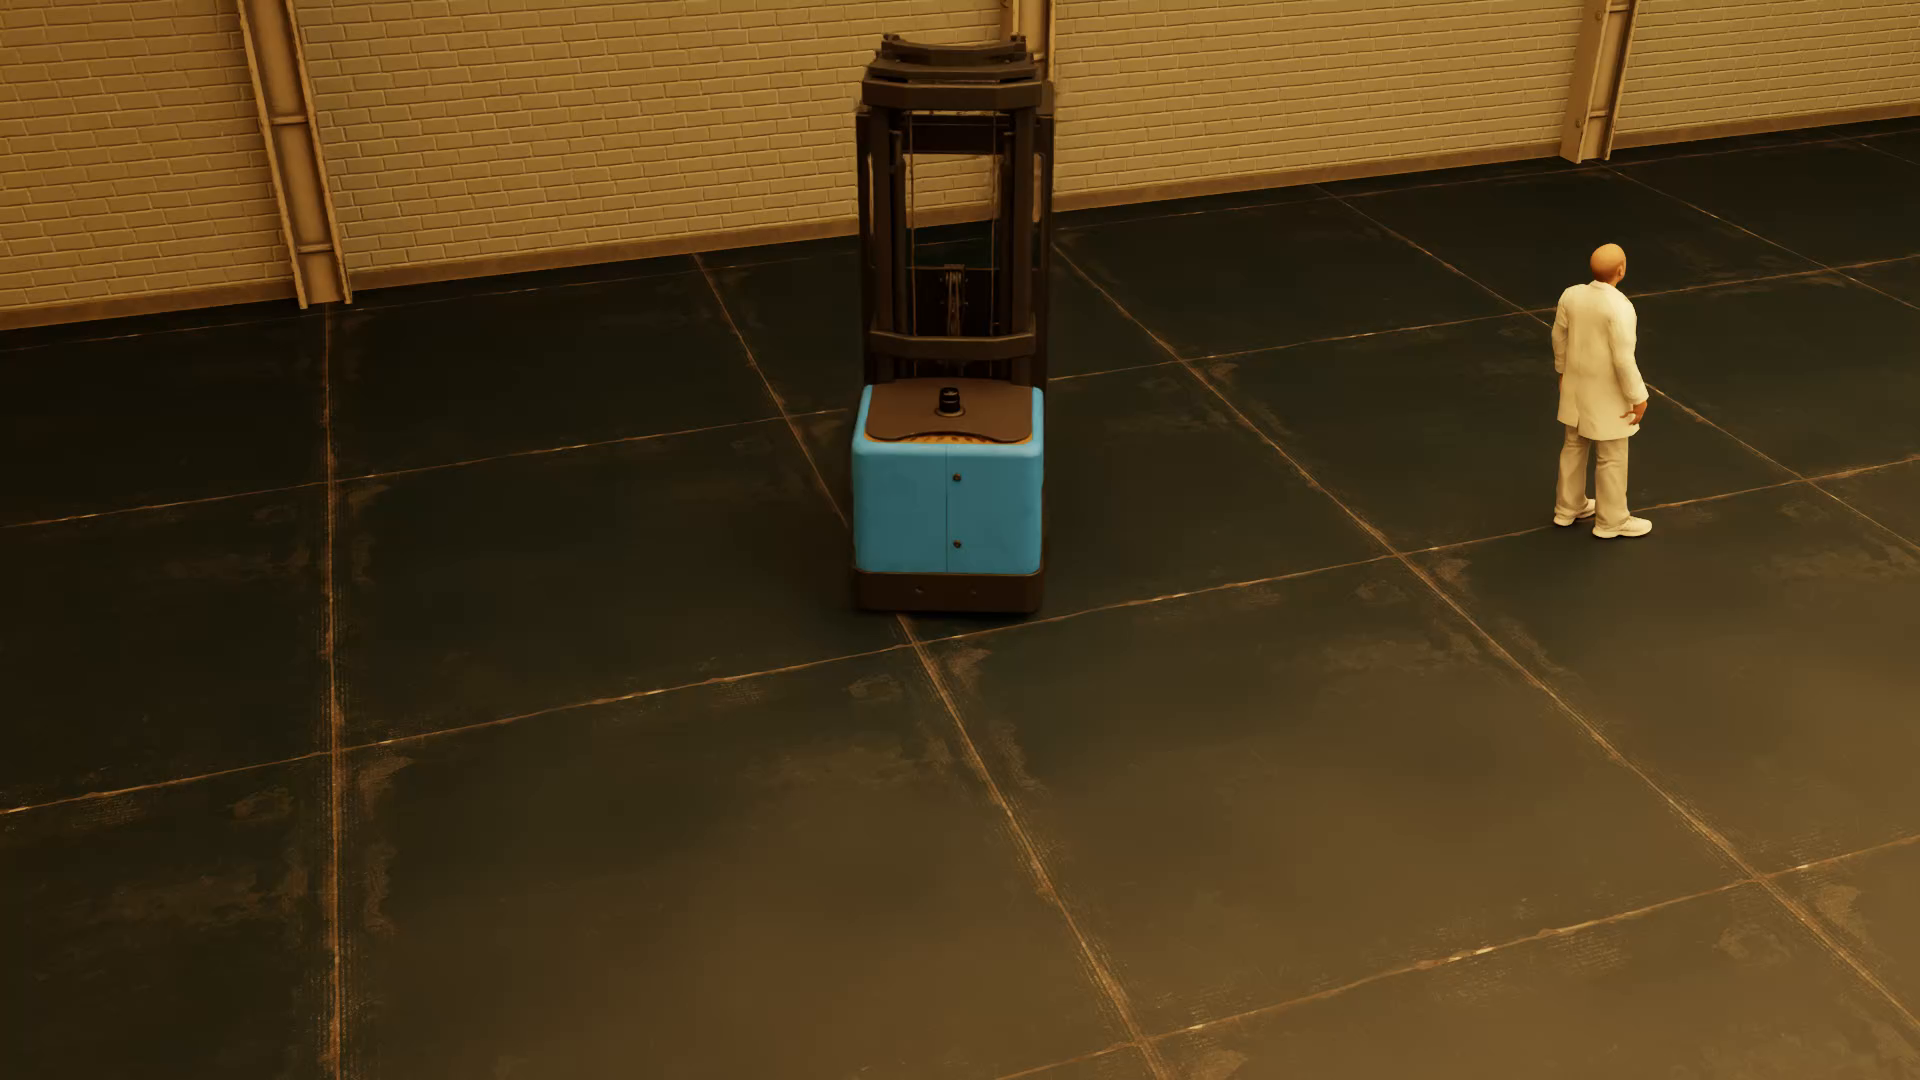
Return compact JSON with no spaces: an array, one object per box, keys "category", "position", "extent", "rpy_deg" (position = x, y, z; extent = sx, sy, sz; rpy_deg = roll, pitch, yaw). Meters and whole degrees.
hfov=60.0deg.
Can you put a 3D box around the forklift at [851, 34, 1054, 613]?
[{"category":"forklift","position":[-0.017,-1.567,9.811],"extent":[1.130,2.935,3.031],"rpy_deg":[1,30,2]}]

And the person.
[{"category":"person","position":[3.813,-0.898,9.790],"extent":[0.582,1.775,0.695],"rpy_deg":[-13,32,-21]}]
